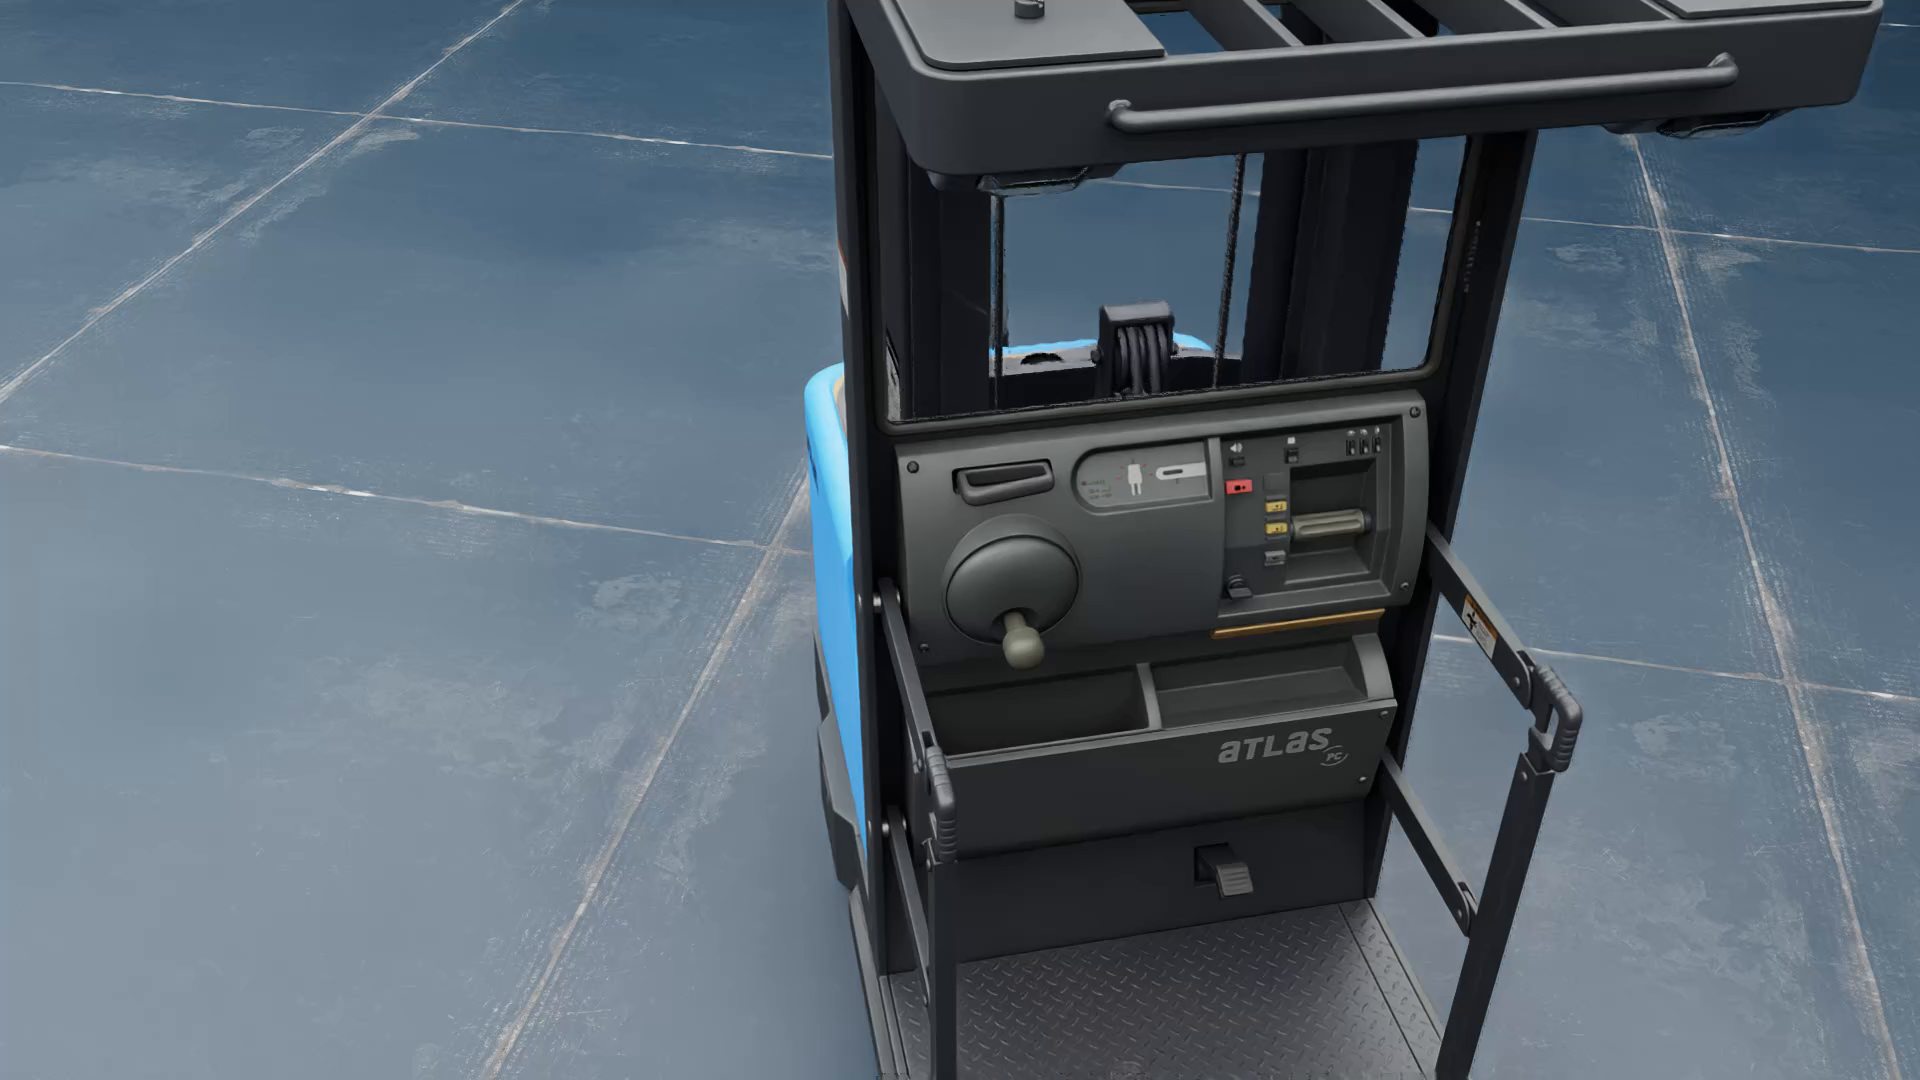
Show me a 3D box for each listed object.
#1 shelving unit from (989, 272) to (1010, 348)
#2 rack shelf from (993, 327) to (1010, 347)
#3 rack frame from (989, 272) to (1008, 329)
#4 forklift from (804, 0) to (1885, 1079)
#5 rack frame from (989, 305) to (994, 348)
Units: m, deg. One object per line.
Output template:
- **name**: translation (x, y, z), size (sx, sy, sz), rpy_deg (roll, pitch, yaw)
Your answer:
- **shelving unit**: translation (-0.002, -0.360, 4.980), size (0.258, 0.900, 0.210), rpy_deg (7, 37, 10)
- **rack shelf**: translation (-0.002, -0.551, 4.841), size (0.258, 0.077, 0.200), rpy_deg (7, 37, 10)
- **rack frame**: translation (0.020, -0.418, 5.060), size (0.240, 0.900, 0.006), rpy_deg (7, 37, 10)
- **forklift**: translation (0.403, 0.051, 2.682), size (1.130, 2.935, 3.031), rpy_deg (-7, 36, -9)
- **rack frame**: translation (-0.023, -0.301, 4.899), size (0.240, 0.900, 0.006), rpy_deg (7, 37, 10)
